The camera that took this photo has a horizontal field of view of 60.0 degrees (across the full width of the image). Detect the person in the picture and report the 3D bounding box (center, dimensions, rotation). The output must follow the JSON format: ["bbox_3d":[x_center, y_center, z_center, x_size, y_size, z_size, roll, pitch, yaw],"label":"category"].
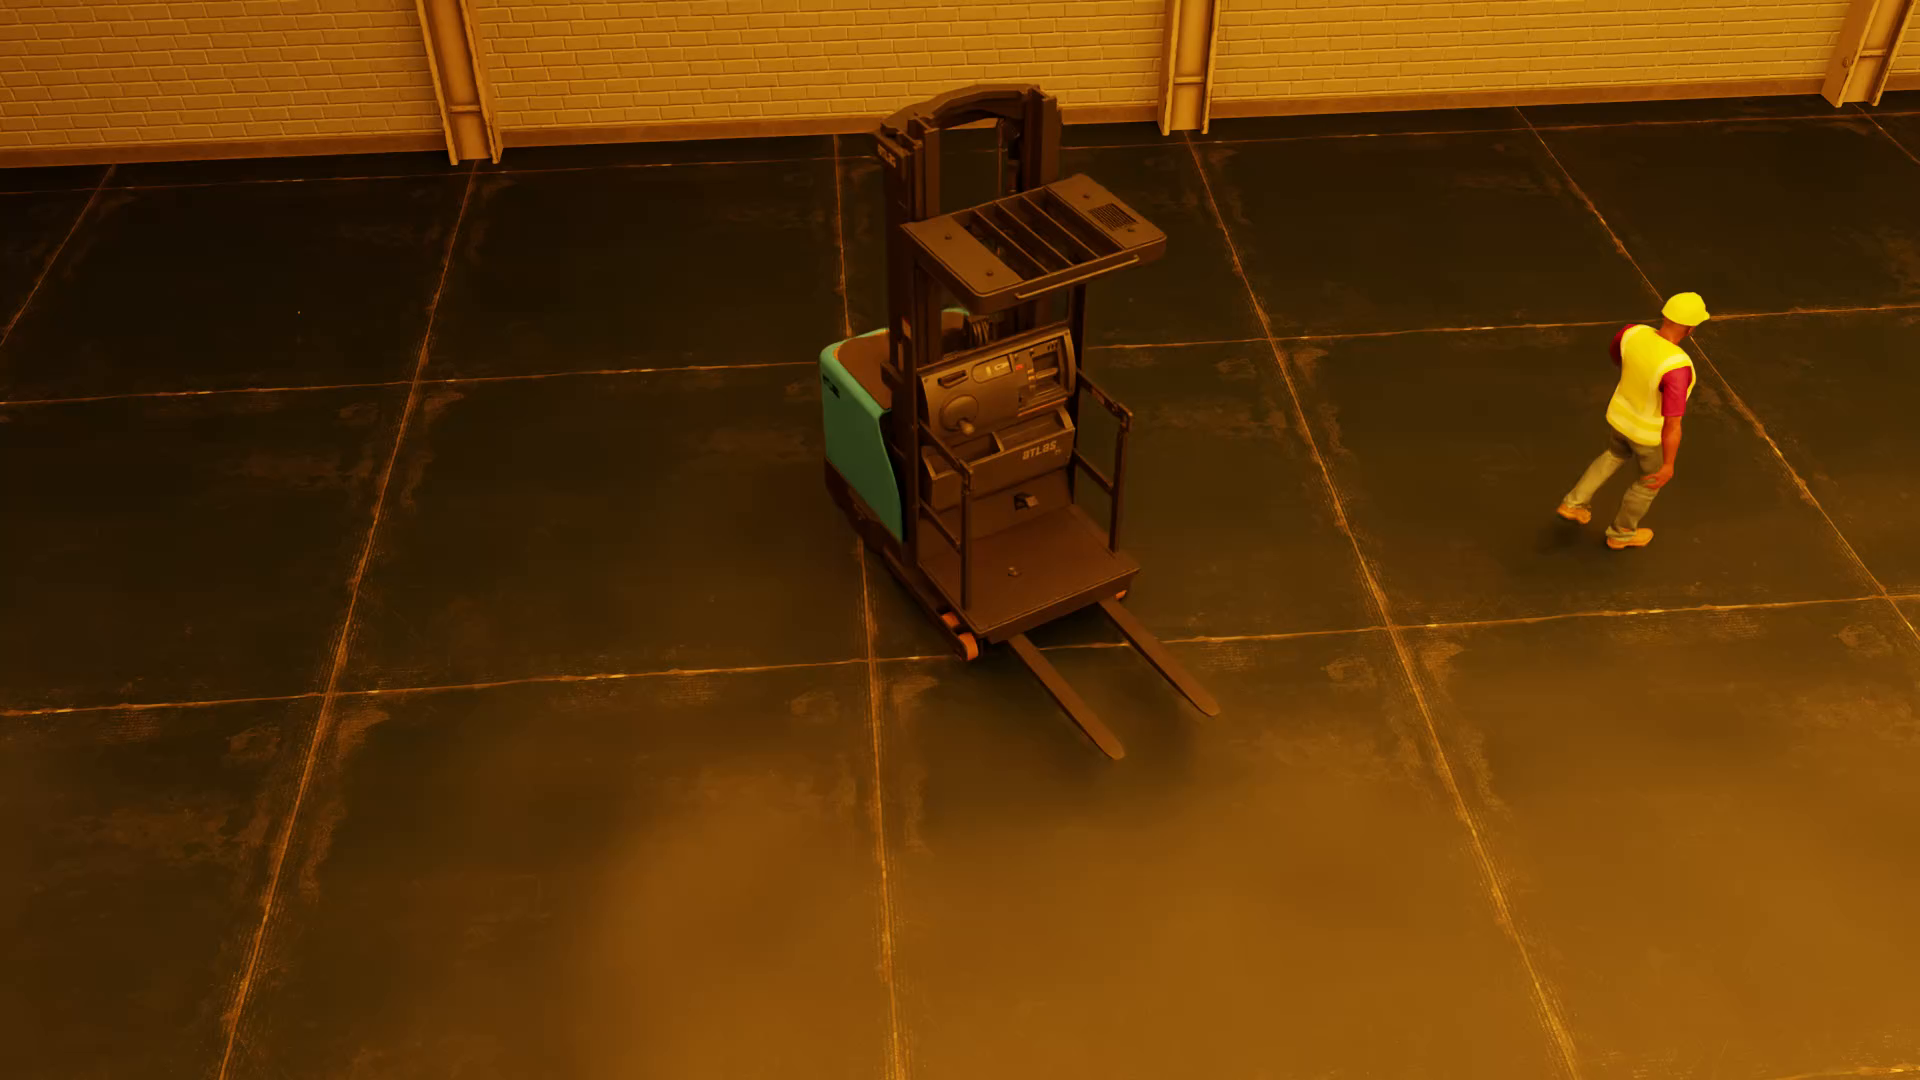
[{"bbox_3d":[3.944,-0.674,9.637,0.583,1.747,0.829,-16,43,-18],"label":"person"}]

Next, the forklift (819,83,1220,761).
[{"bbox_3d":[0.324,-0.773,8.841,1.130,2.935,3.031,-21,45,-23],"label":"forklift"}]
